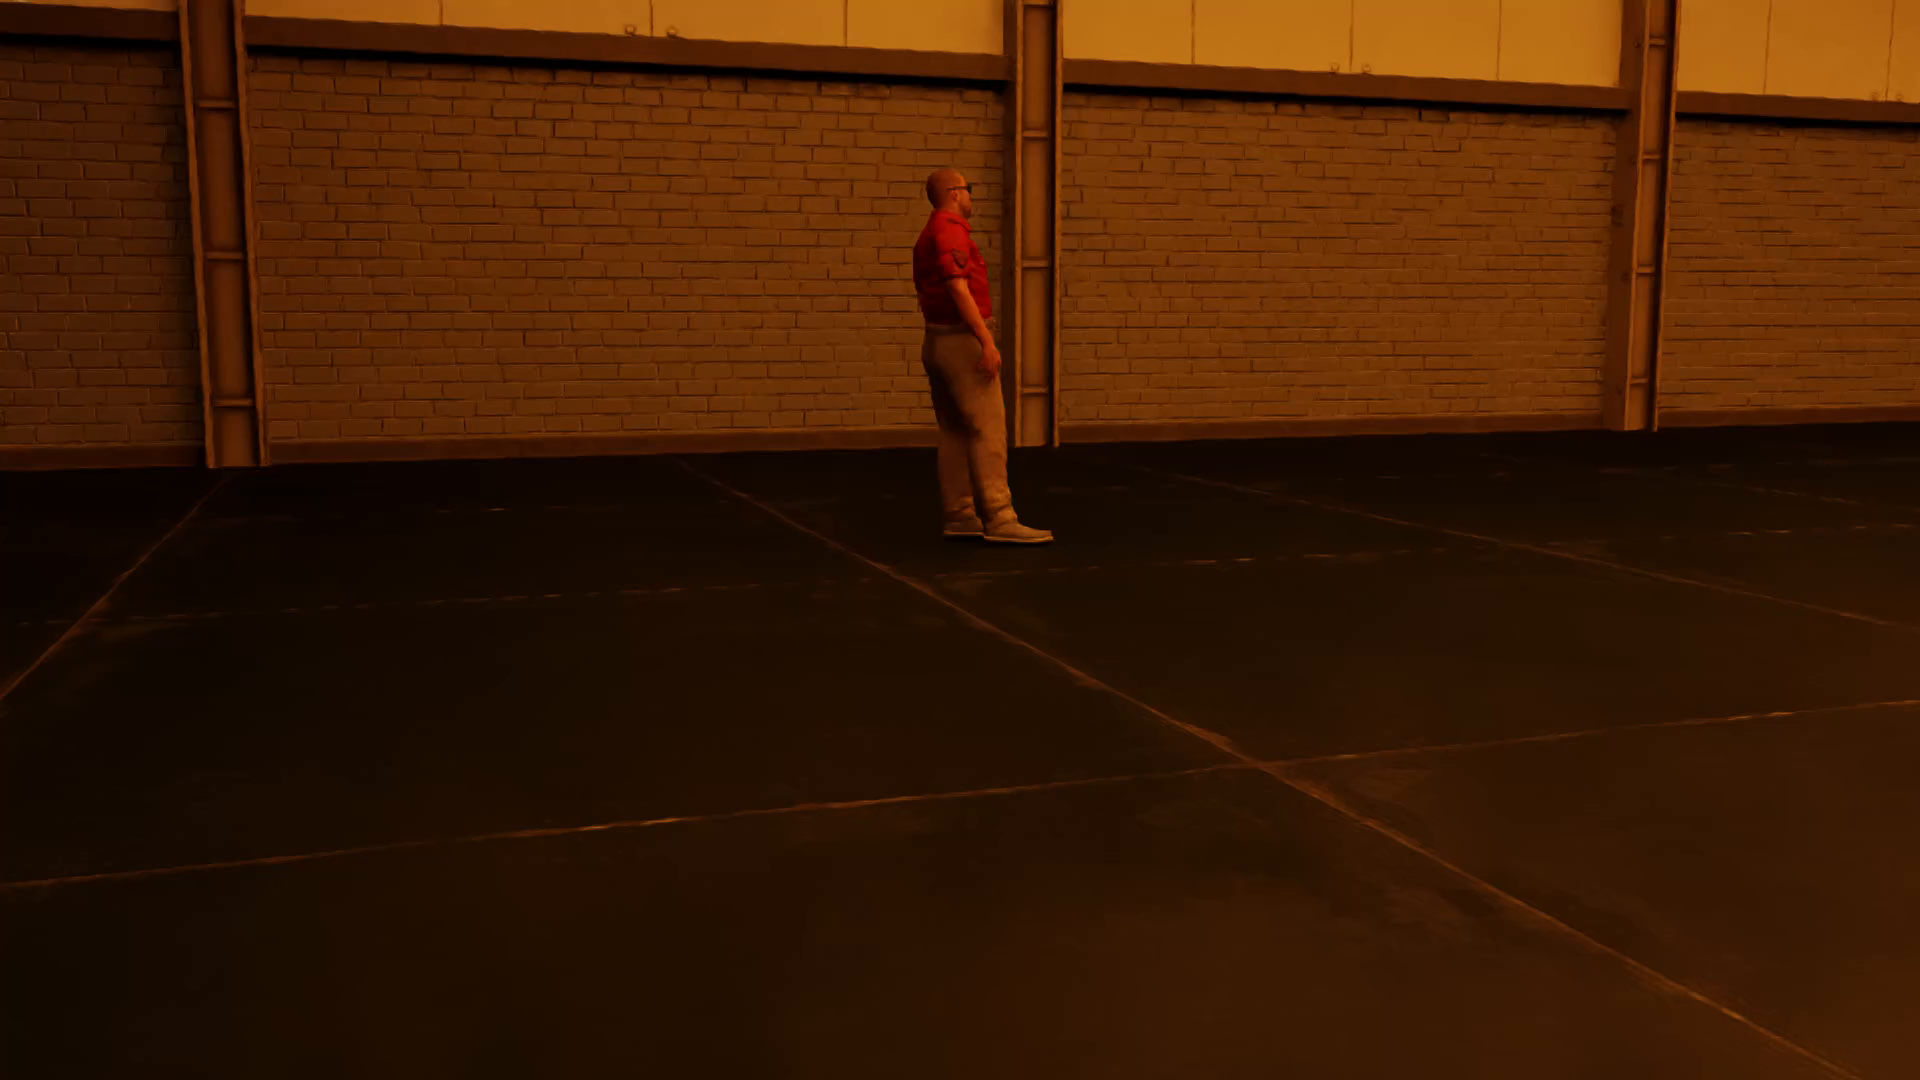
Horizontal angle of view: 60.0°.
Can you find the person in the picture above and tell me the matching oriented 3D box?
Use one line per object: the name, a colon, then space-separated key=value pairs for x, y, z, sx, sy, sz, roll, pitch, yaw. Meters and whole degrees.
person: x=0.089 y=-0.866 z=7.823 sx=0.550 sy=1.727 sz=0.640 roll=-3 pitch=8 yaw=-18
